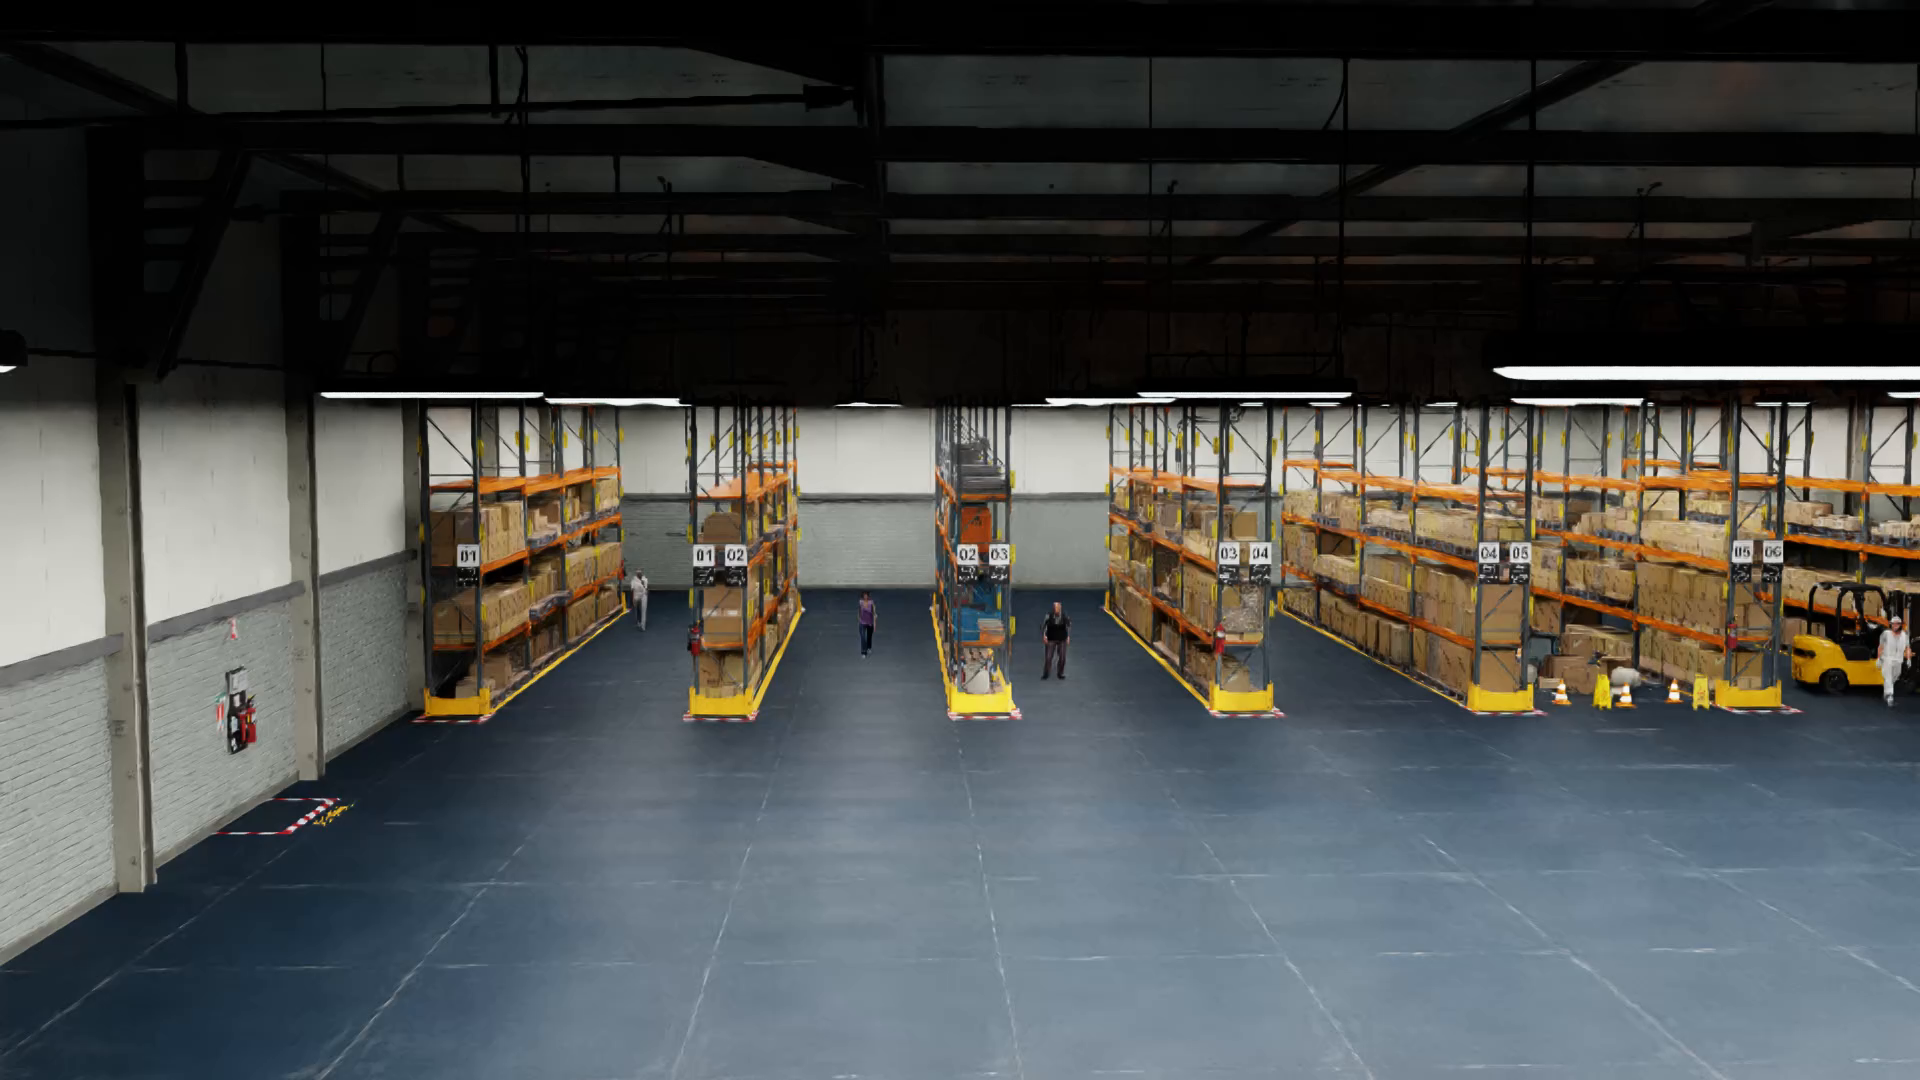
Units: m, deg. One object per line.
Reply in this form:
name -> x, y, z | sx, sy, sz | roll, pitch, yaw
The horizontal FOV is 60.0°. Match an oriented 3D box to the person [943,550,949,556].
person -> -0.318, 1.089, 48.498 | 0.556, 1.656, 0.542 | -3, 5, -30

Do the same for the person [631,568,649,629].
person -> -8.342, 1.504, 43.288 | 0.455, 1.587, 1.088 | 0, 5, -4

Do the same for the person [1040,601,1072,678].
person -> 2.038, 2.119, 35.286 | 0.677, 1.674, 0.534 | 0, 5, -4

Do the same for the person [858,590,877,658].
person -> -2.137, 1.972, 38.430 | 0.432, 1.438, 0.947 | 0, 5, -3

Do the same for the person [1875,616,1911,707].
person -> 18.015, 2.326, 32.051 | 0.531, 1.727, 1.037 | 0, 5, 6
